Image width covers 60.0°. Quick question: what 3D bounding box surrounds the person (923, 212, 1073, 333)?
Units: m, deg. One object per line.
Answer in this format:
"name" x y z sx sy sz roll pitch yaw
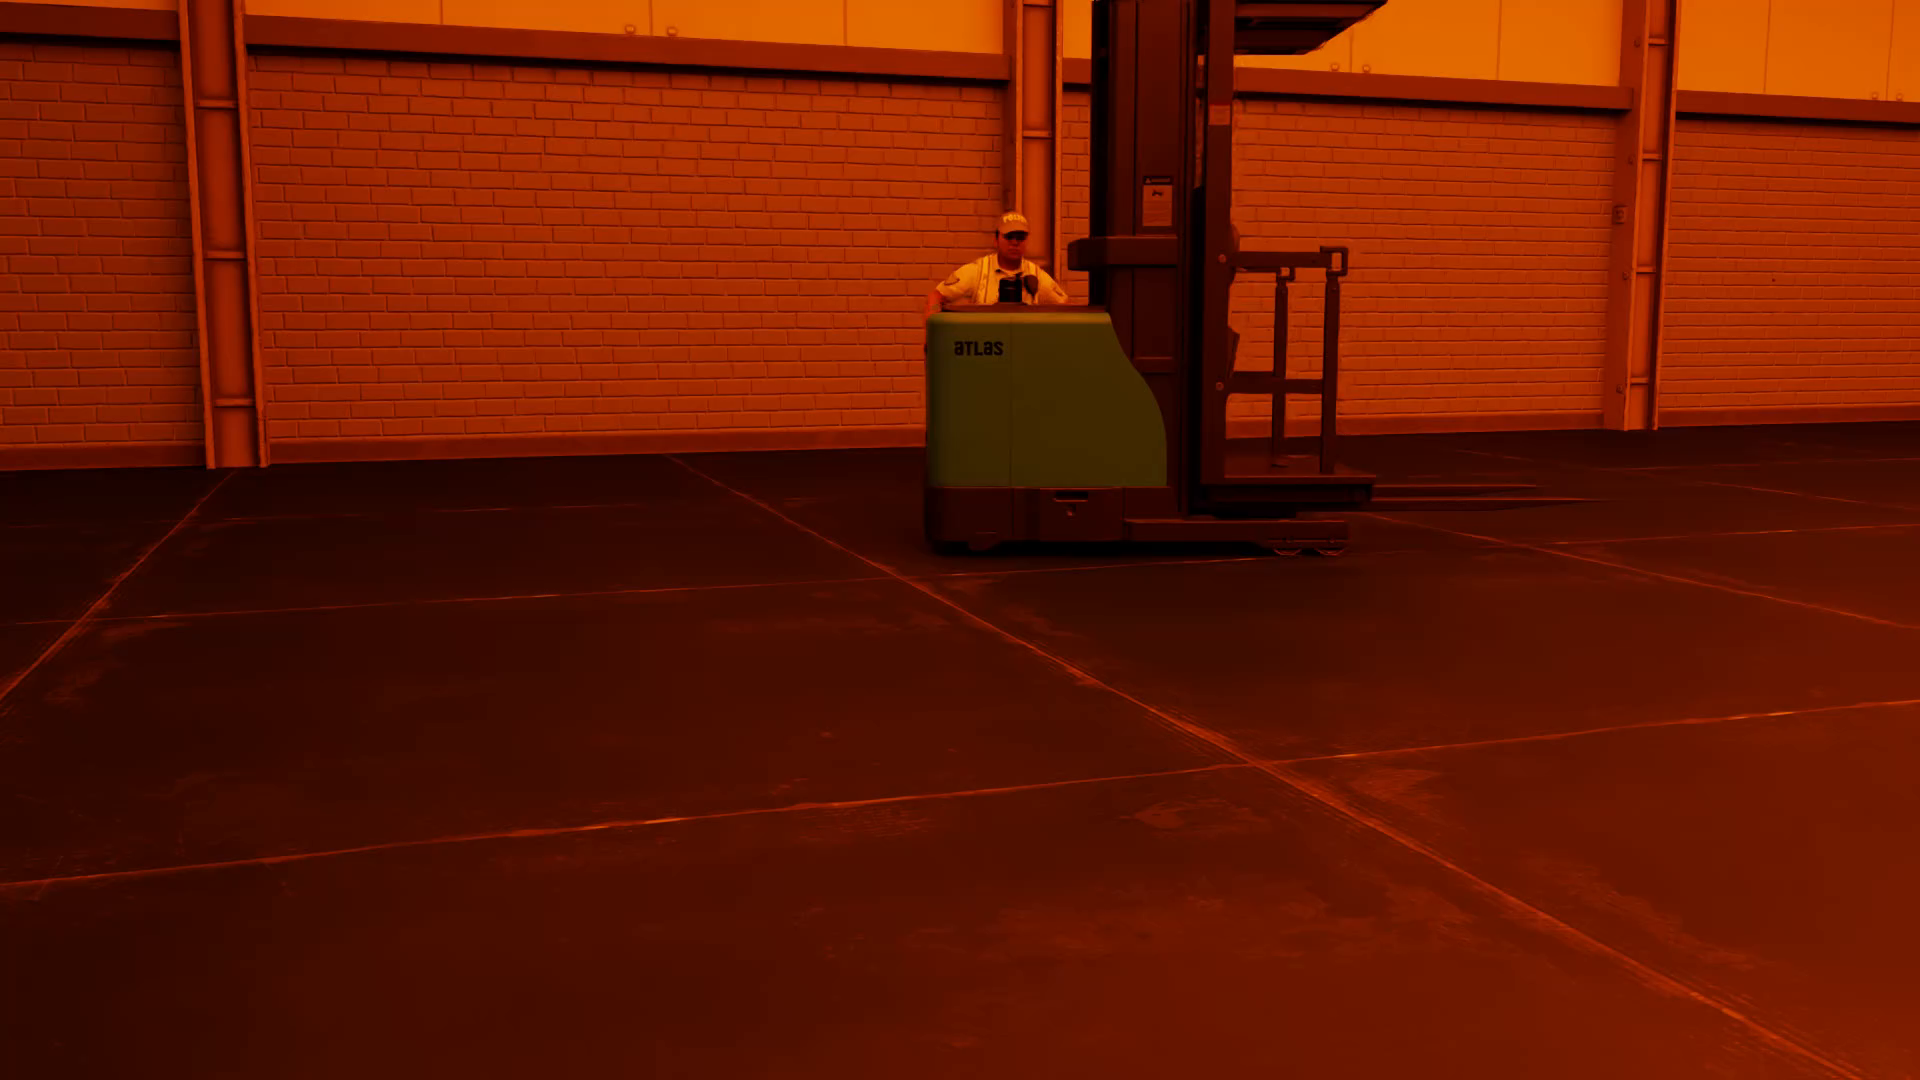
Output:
"person" 0.268 -0.905 8.481 0.890 1.519 0.676 -1 8 -7

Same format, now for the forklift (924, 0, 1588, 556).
"forklift" 1.349 -1.451 7.715 3.031 2.935 1.130 0 8 -2
